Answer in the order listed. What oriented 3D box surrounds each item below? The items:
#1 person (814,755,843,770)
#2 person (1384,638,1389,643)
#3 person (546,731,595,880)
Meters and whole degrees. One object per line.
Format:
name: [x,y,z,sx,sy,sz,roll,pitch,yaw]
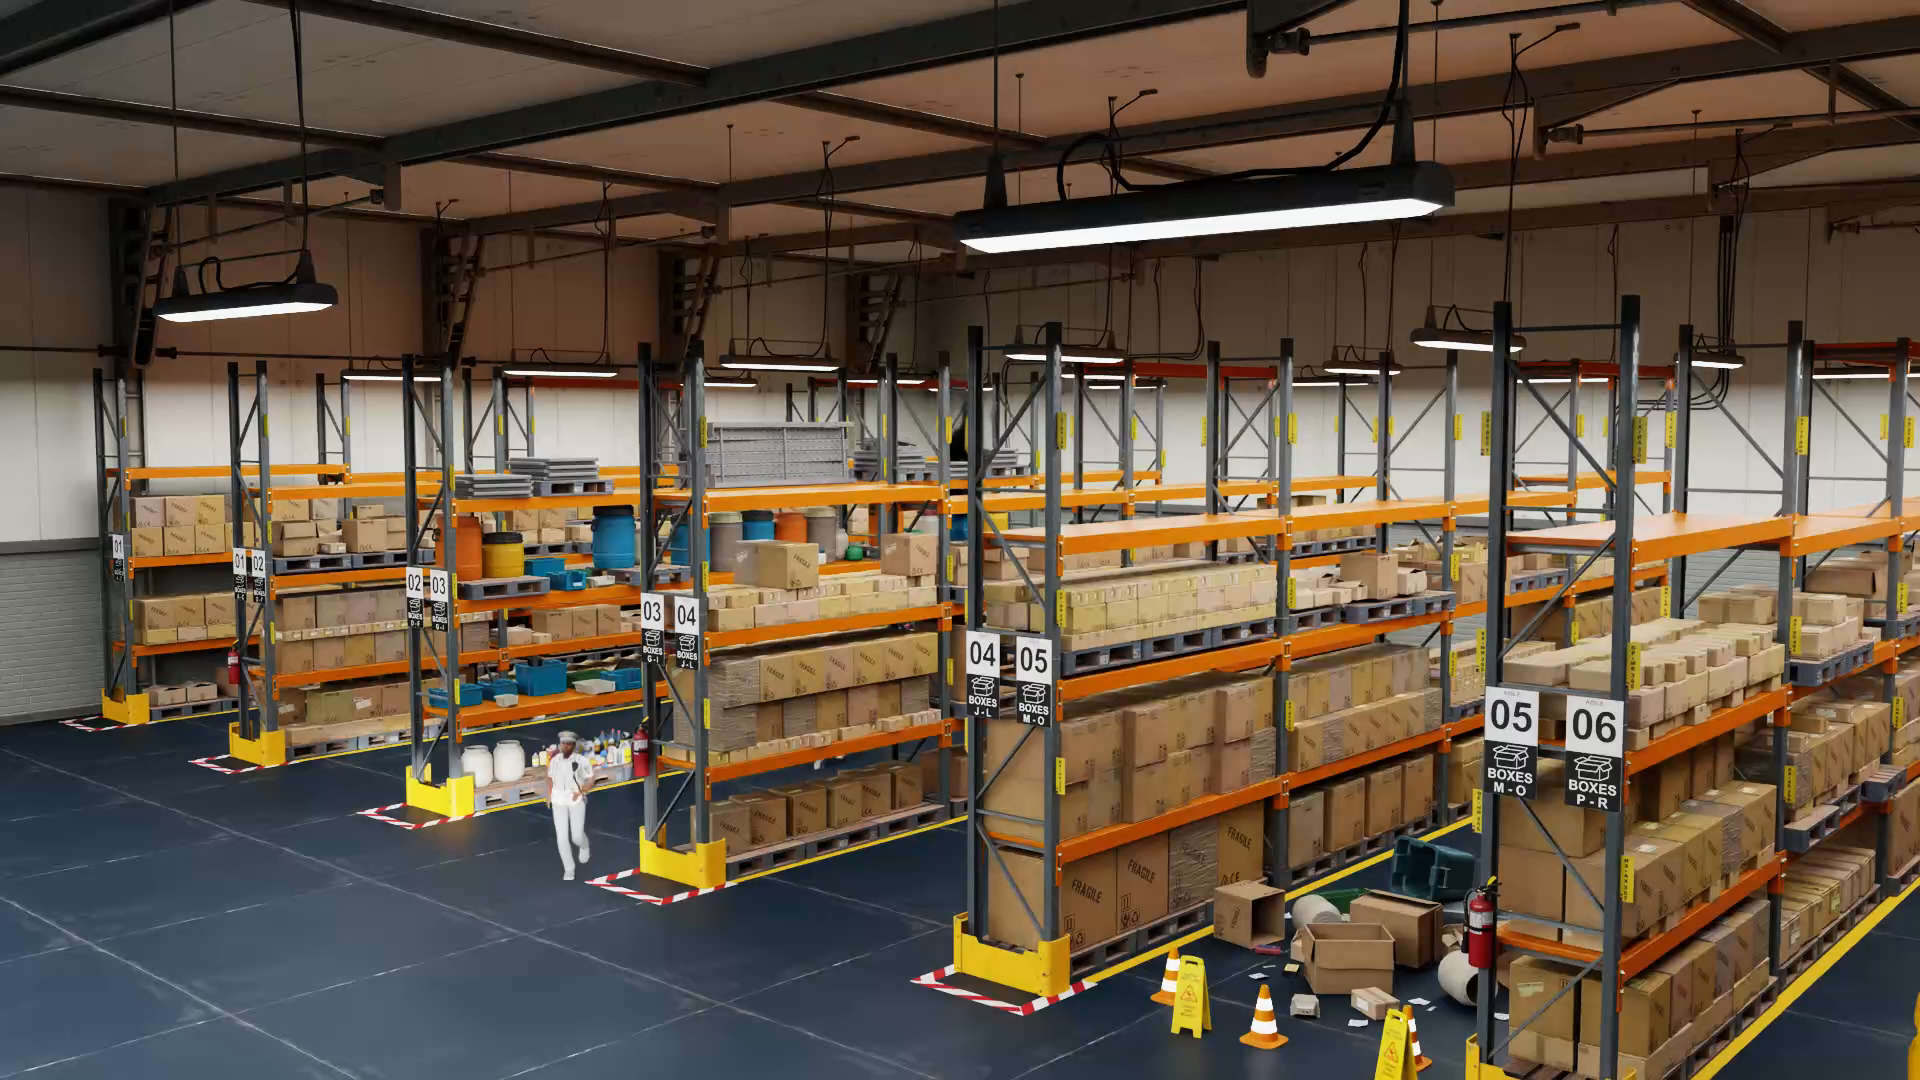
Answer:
person: [-1.950,2.550,24.699,0.596,1.655,0.837,1,4,20]
person: [6.624,2.376,26.260,0.665,1.746,0.577,3,5,39]
person: [-4.401,2.957,18.732,0.571,1.659,0.629,0,4,2]
